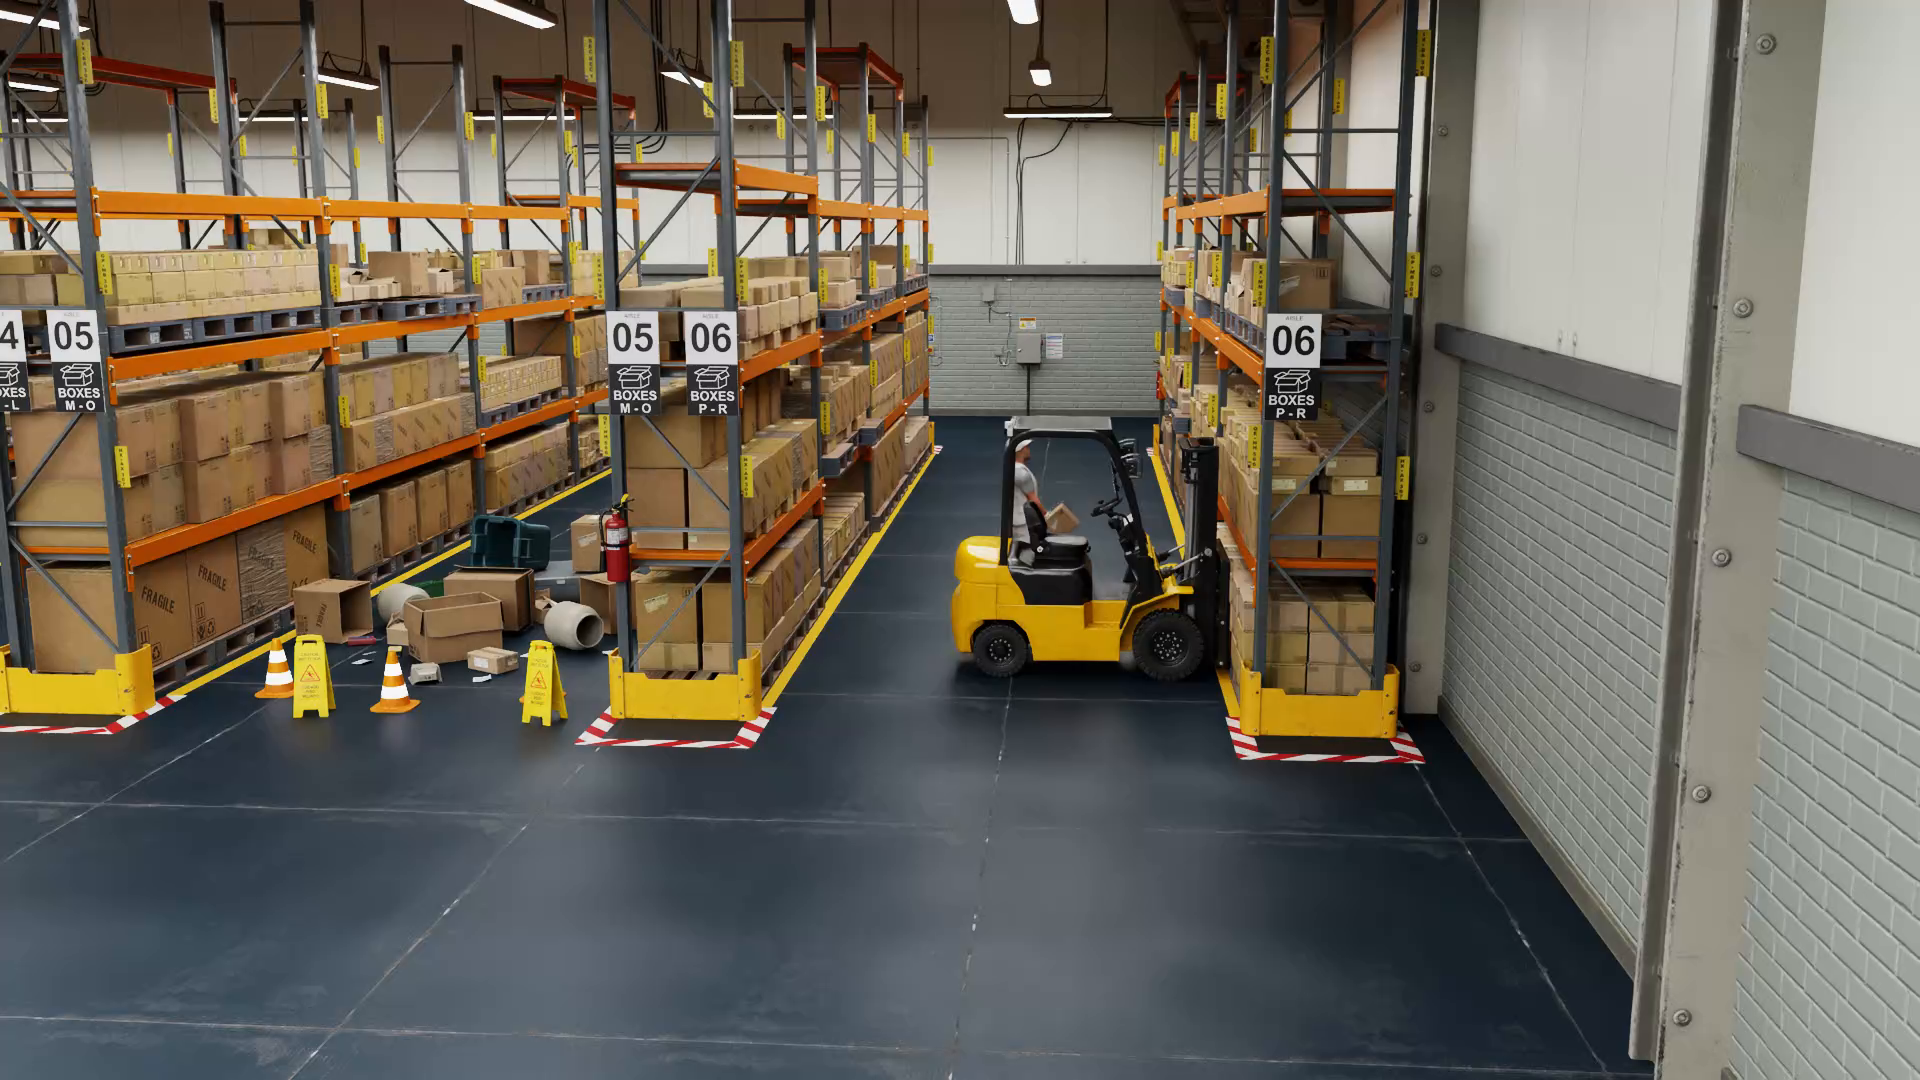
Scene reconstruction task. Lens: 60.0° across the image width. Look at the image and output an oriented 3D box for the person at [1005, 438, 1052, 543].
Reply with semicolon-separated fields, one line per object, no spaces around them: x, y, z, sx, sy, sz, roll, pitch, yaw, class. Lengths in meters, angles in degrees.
0.707;-0.165;16.706;0.514;1.794;0.560;-2;11;-12;person
